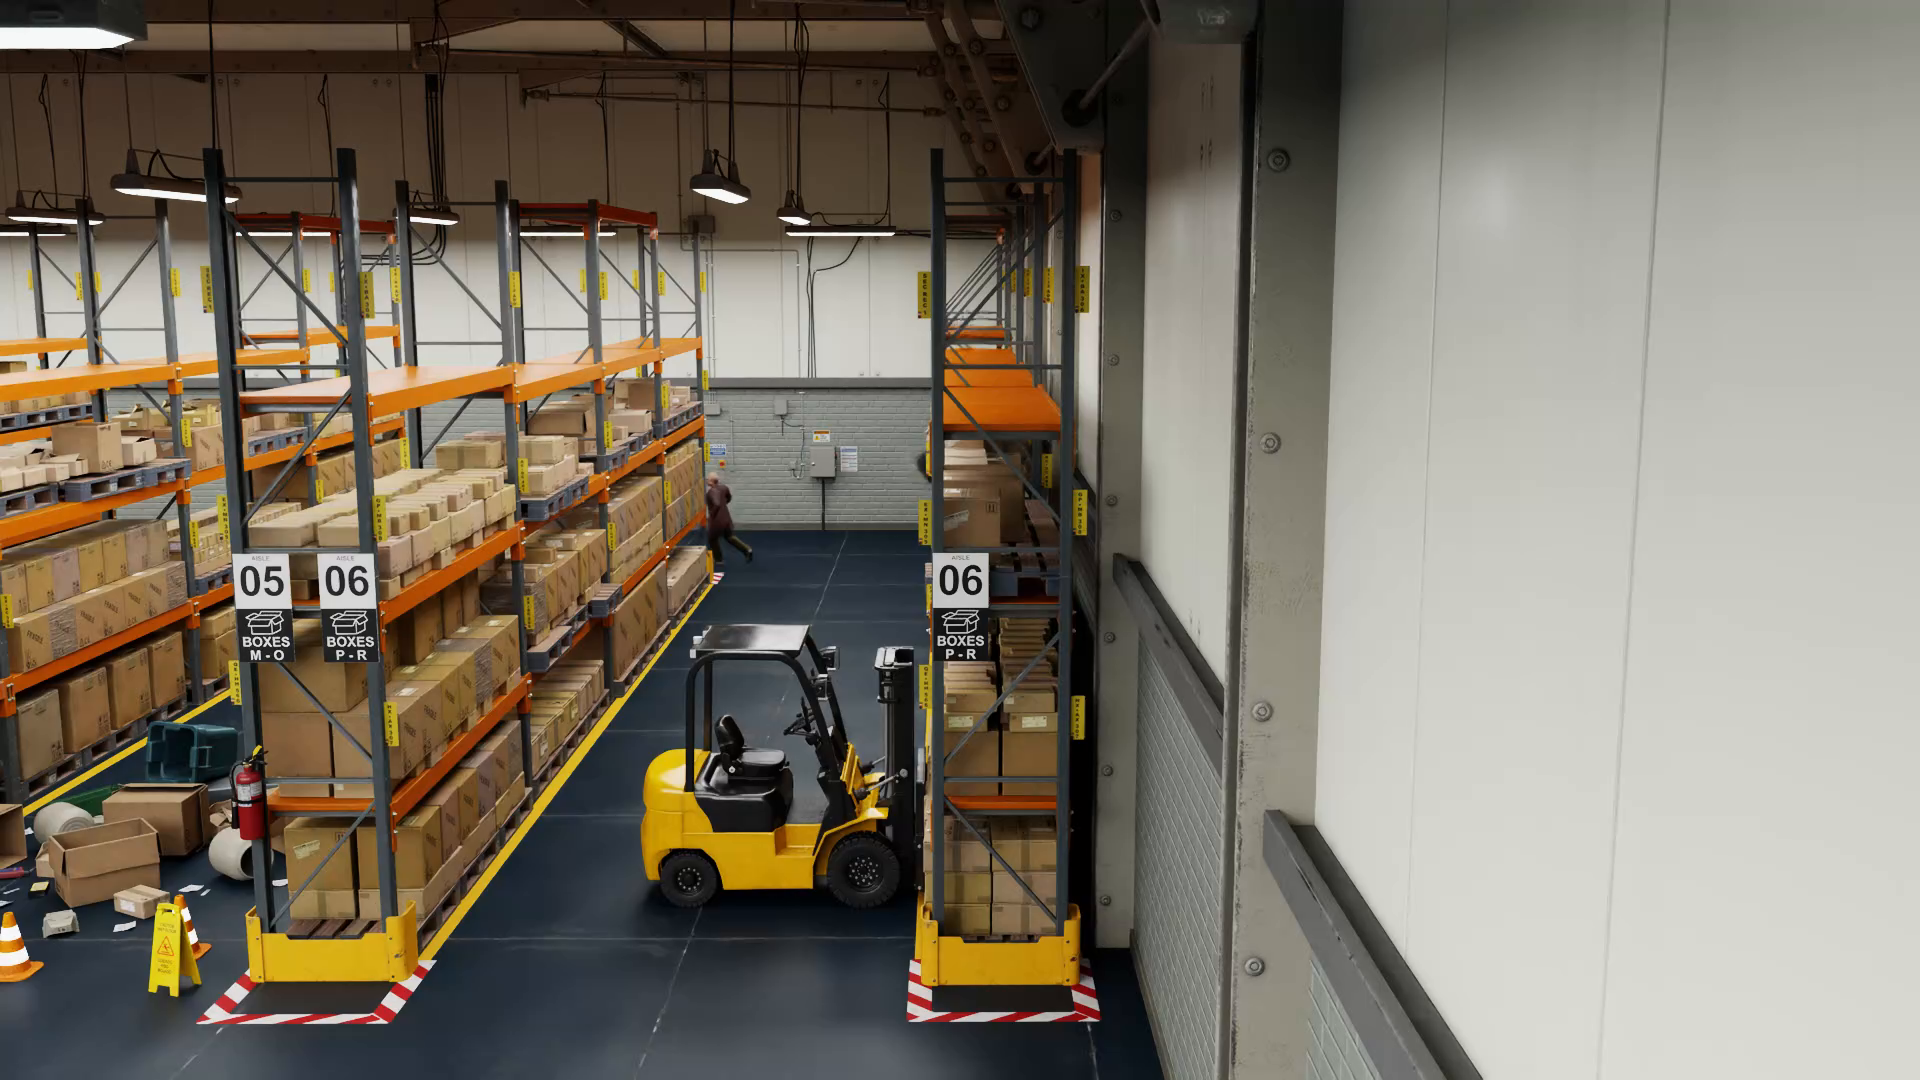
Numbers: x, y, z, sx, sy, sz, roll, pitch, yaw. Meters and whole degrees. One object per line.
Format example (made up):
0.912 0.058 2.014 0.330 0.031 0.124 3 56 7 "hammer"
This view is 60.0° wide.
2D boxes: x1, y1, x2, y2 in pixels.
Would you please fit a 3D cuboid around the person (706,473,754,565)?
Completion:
-4.198 -0.348 29.219 1.032 1.703 0.756 4 10 24 "person"
